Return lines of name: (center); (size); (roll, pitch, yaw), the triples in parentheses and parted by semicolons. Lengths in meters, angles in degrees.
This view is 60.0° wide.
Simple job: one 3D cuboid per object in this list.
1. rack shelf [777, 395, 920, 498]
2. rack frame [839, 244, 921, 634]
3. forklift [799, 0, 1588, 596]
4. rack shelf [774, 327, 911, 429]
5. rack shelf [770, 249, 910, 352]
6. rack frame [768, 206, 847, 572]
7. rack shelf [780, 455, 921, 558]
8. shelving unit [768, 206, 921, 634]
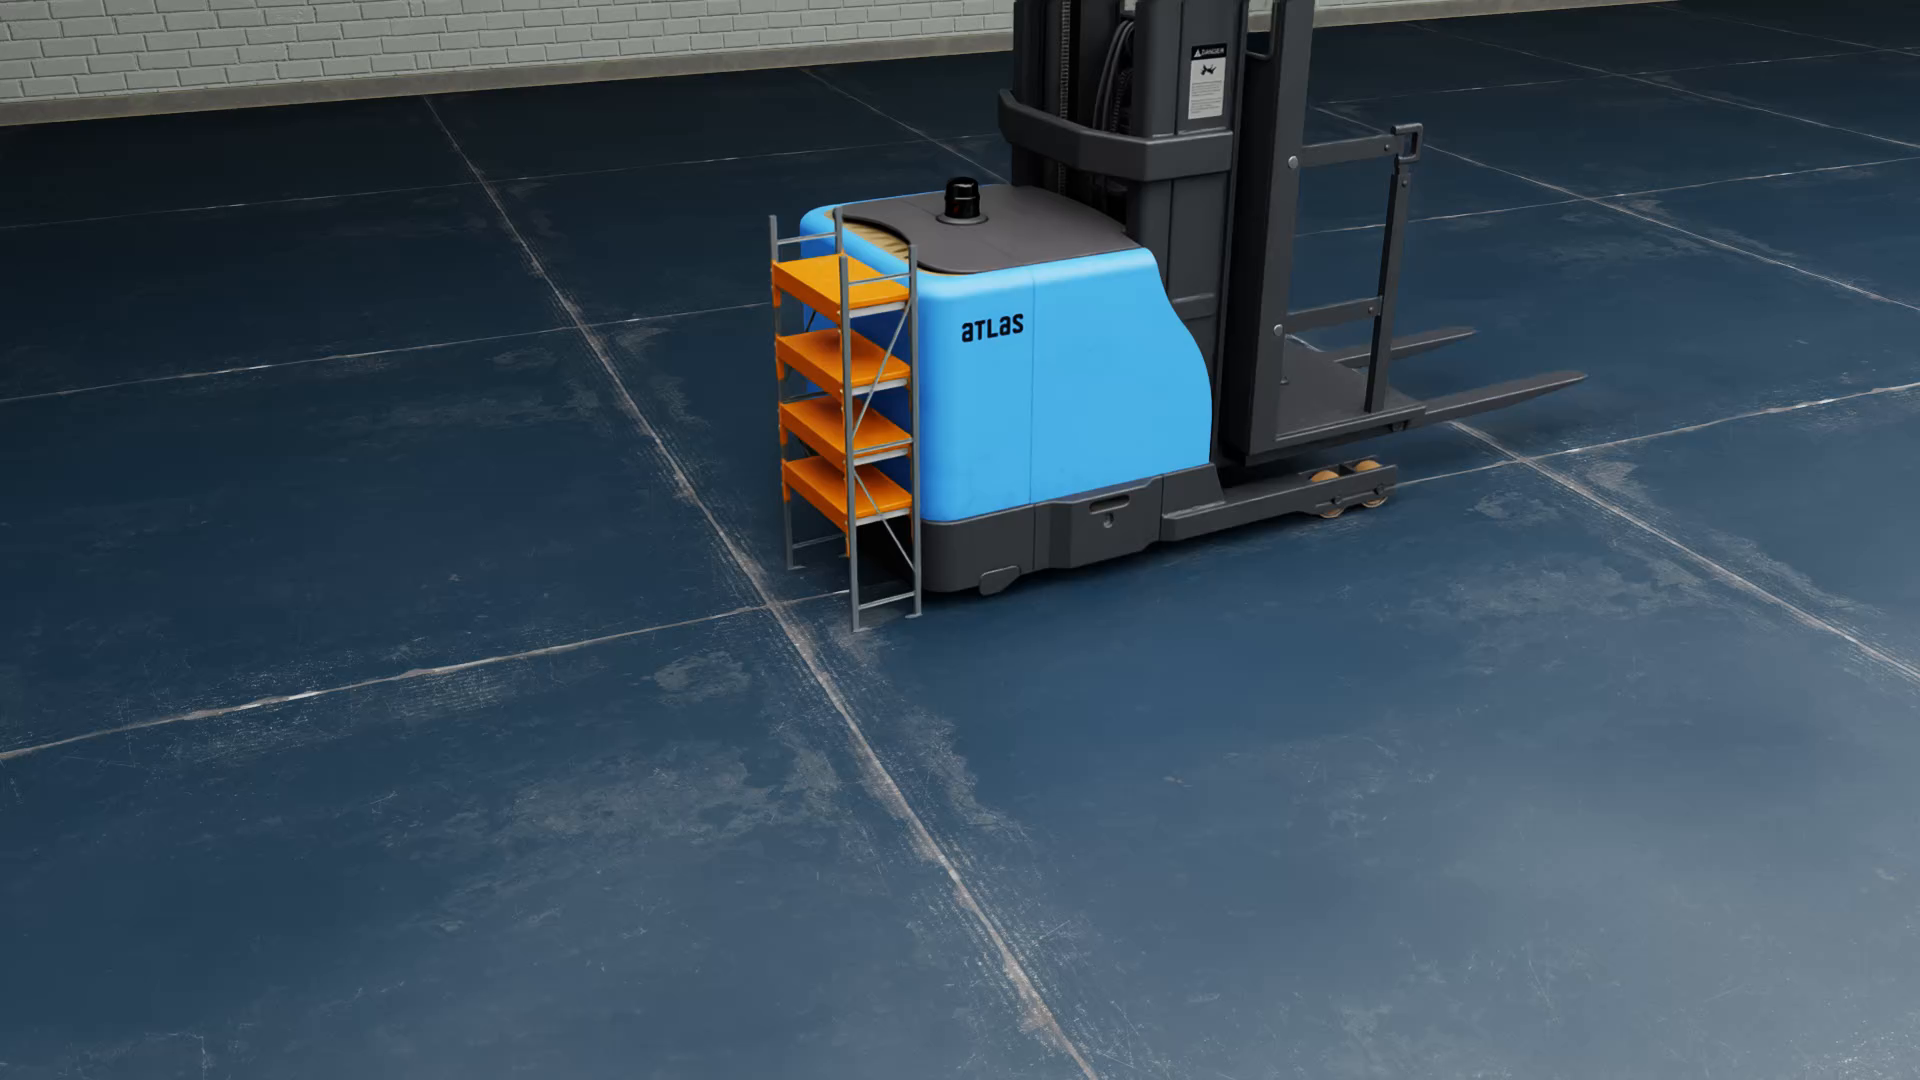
rack shelf: (-0.351, -0.309, 5.168); (0.258, 0.148, 0.480); (-14, 29, -26)
rack frame: (-0.230, -0.276, 4.948); (0.240, 1.200, 0.015); (-14, 29, -26)
forklift: (0.993, -1.585, 5.655); (3.031, 2.935, 1.130); (-13, 29, -25)
rack shelf: (-0.351, -0.510, 5.070); (0.258, 0.148, 0.480); (-14, 29, -26)
rack shelf: (-0.351, -0.722, 4.966); (0.258, 0.148, 0.480); (-14, 29, -26)
rack frame: (-0.471, -0.462, 5.329); (0.240, 1.200, 0.015); (-14, 29, -26)
rack shelf: (-0.351, -0.130, 5.255); (0.258, 0.148, 0.480); (-14, 29, -26)
shelving unit: (-0.351, -0.369, 5.139); (0.258, 1.200, 0.503); (-14, 29, -26)
